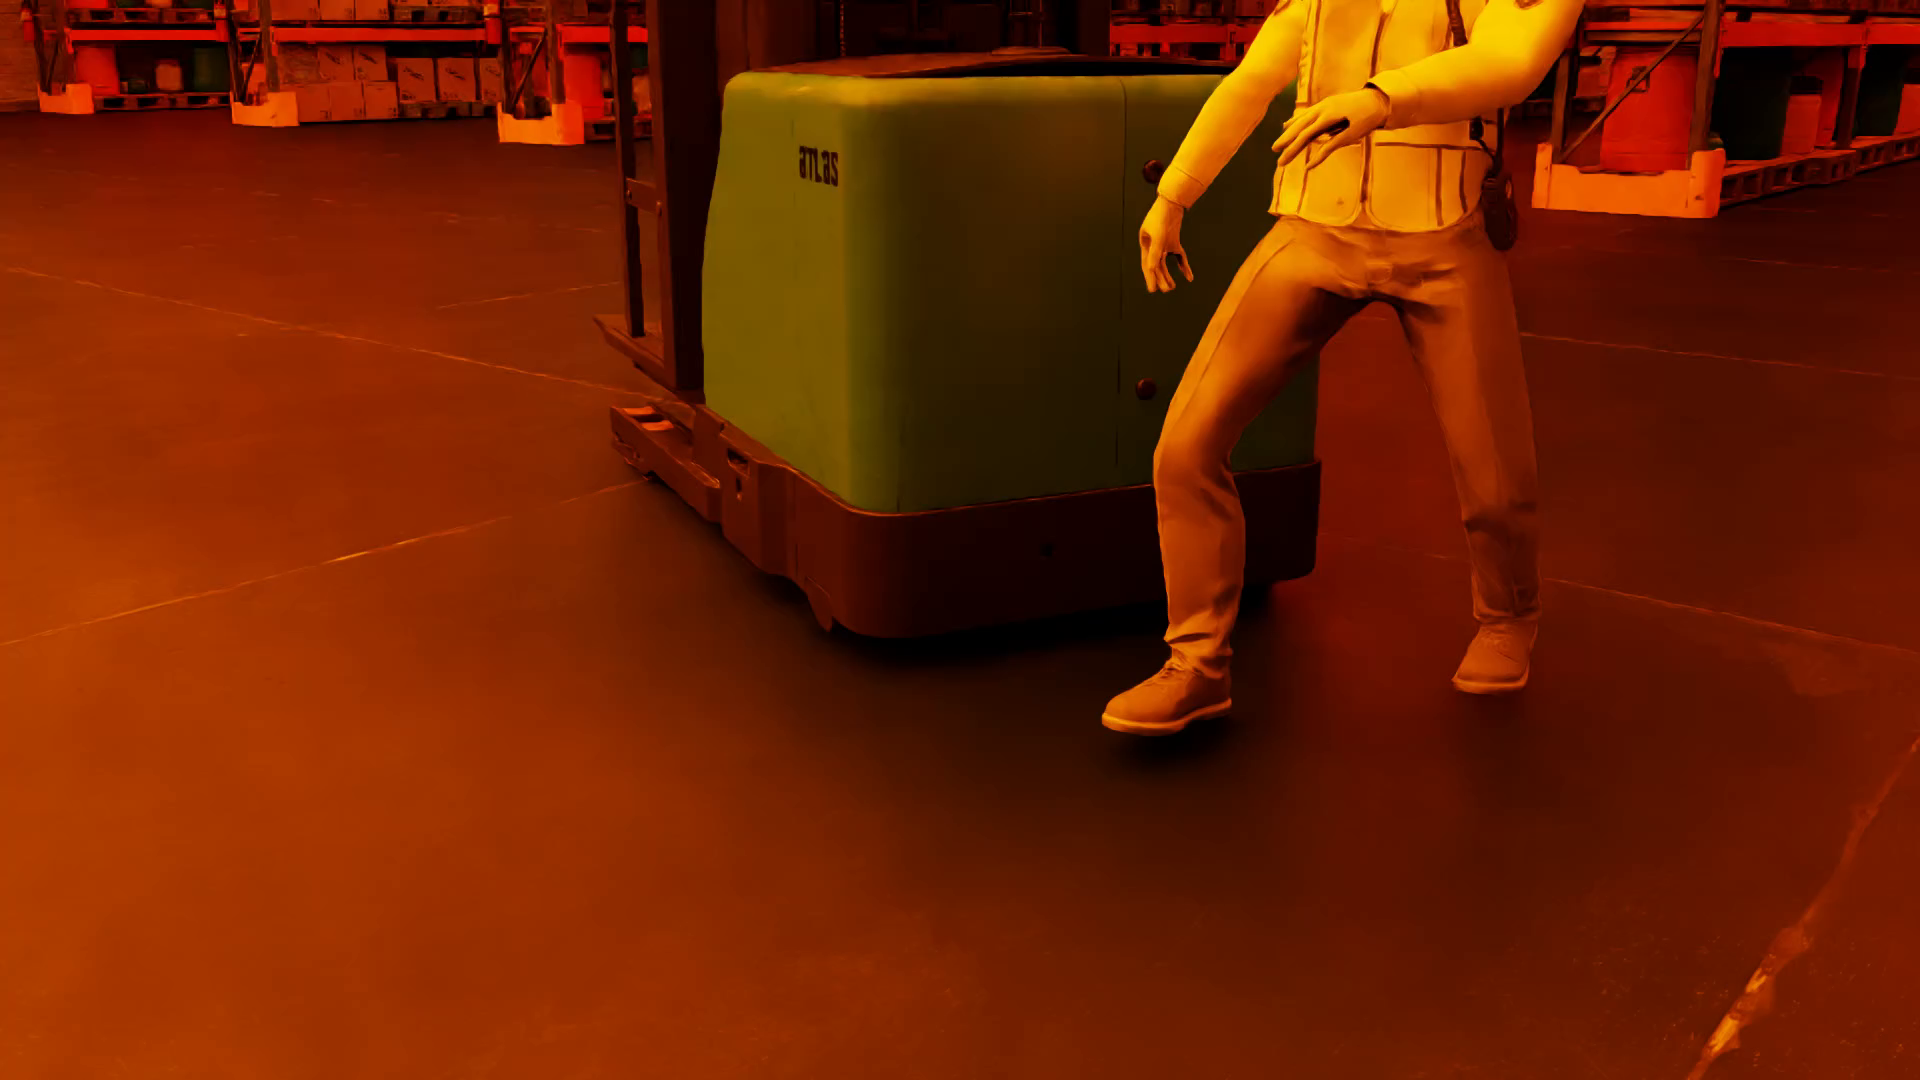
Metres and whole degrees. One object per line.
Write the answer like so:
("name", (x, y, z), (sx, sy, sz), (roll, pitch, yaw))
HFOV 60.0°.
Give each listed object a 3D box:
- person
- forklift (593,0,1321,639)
("person", (0.592, -0.468, 2.666), (0.692, 1.570, 0.859), (9, 19, 28))
("forklift", (-0.322, -1.602, 4.175), (1.130, 2.935, 3.031), (-8, 18, -23))
